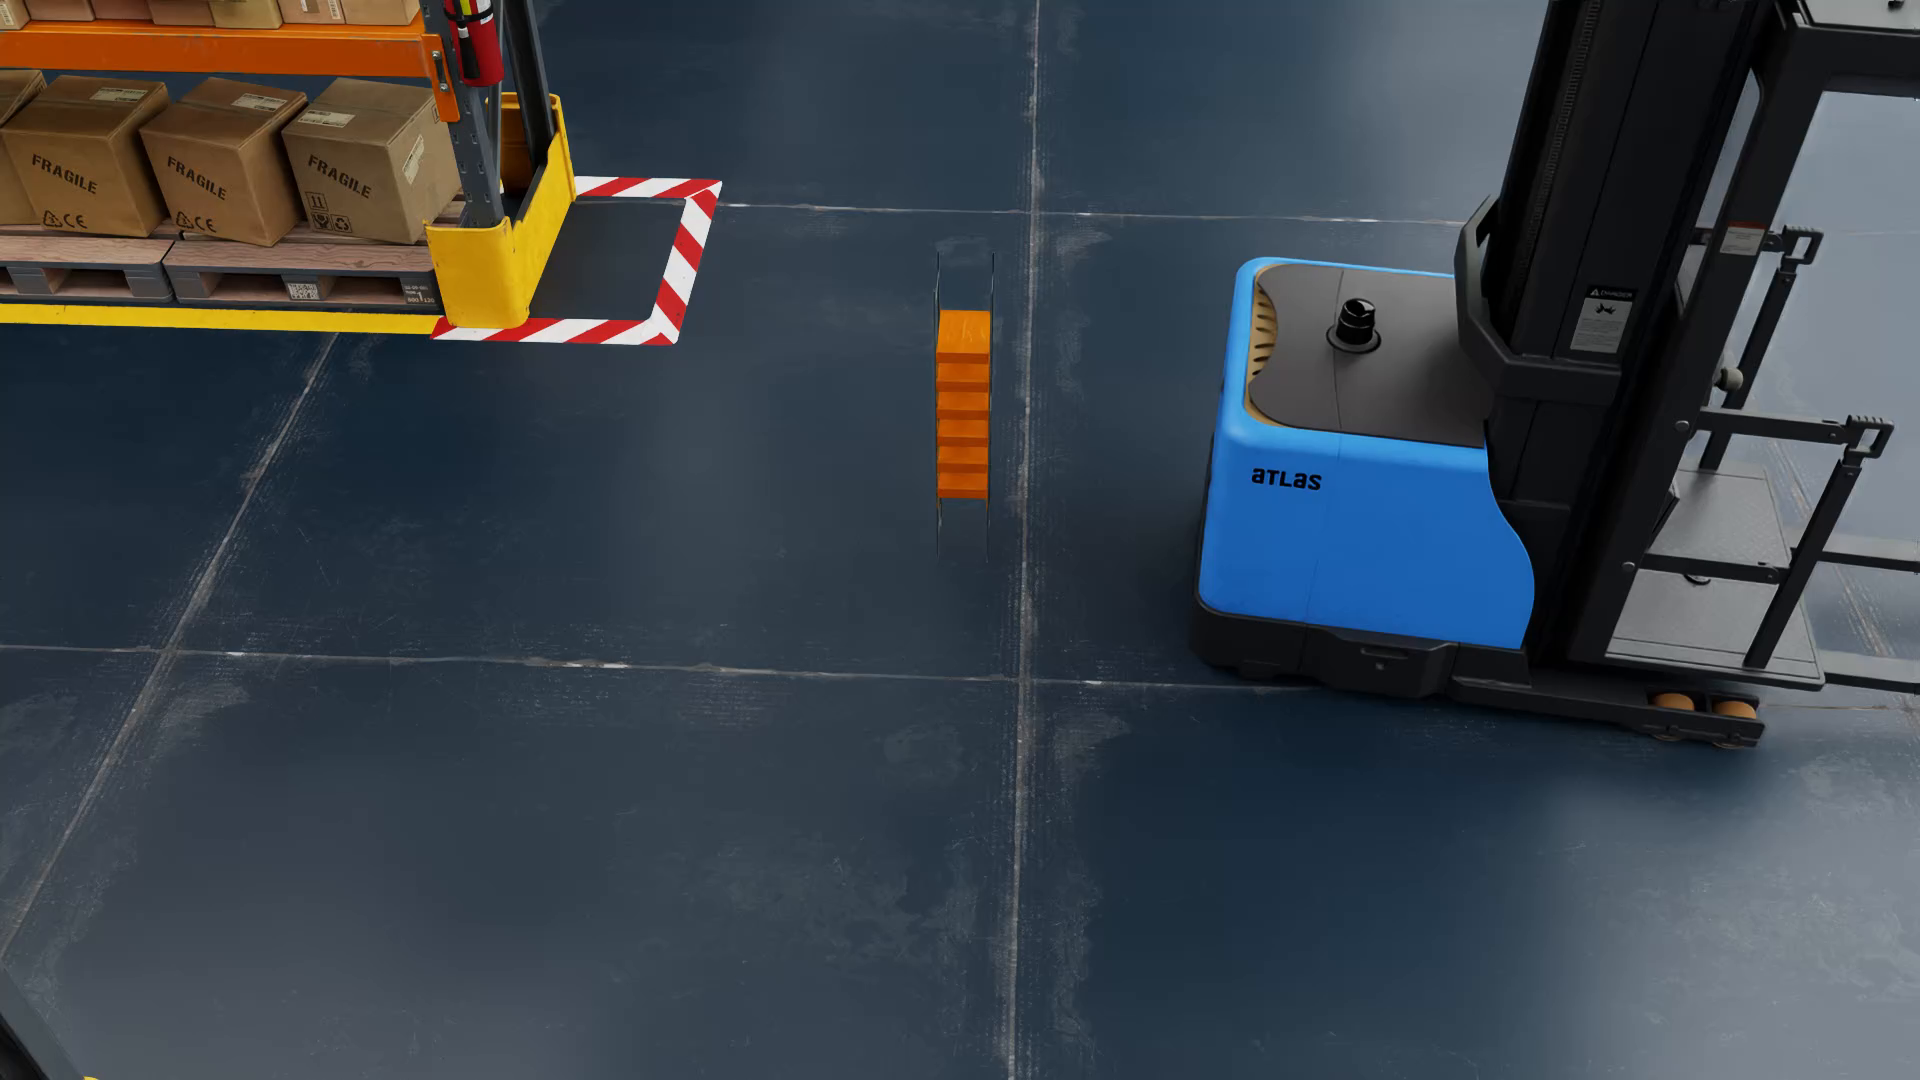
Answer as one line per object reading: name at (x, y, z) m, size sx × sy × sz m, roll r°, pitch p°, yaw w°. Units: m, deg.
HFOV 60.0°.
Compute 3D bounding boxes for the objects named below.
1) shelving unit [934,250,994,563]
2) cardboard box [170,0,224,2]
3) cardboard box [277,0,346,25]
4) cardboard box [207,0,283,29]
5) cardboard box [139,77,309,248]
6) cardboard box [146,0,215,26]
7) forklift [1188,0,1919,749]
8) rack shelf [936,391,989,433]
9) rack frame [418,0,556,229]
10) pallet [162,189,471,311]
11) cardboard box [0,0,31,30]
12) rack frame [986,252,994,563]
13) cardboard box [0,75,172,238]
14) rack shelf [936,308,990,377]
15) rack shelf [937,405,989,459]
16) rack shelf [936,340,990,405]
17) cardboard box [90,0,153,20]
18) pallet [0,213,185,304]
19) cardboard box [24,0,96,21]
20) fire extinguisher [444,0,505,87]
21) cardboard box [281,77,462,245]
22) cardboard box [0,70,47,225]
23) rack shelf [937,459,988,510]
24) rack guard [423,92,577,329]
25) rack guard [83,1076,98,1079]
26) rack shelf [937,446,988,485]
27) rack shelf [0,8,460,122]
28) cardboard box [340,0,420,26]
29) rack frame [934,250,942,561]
shelving unit at (0.014, -0.439, 5.841) m, size 0.189 × 1.200 × 0.258 m, roll 2°, pitch 43°, yaw 2°
cardboard box at (-3.026, -2.530, 6.473) m, size 0.500 × 0.500 × 0.875 m, roll 2°, pitch 43°, yaw 2°
cardboard box at (-2.517, -2.199, 6.594) m, size 0.250 × 0.149 × 0.380 m, roll 2°, pitch 43°, yaw 2°
cardboard box at (-2.769, -2.172, 6.565) m, size 0.250 × 0.149 × 0.380 m, roll 2°, pitch 43°, yaw 2°
cardboard box at (-3.195, -1.680, 7.378) m, size 0.500 × 0.500 × 0.500 m, roll 12°, pitch 44°, yaw 13°
cardboard box at (-3.018, -2.190, 6.585) m, size 0.250 × 0.149 × 0.380 m, roll 2°, pitch 43°, yaw 2°
forklift at (2.357, -0.776, 4.932) m, size 3.031 × 2.935 × 1.130 m, roll 7°, pitch 43°, yaw 7°
rack shelf at (0.014, -0.494, 5.789) m, size 0.180 × 0.103 × 0.258 m, roll 2°, pitch 43°, yaw 2°
rack frame at (-1.973, -2.415, 6.642) m, size 0.127 × 3.000 × 1.000 m, roll 2°, pitch 43°, yaw 2°
pallet at (-2.859, -1.446, 7.647) m, size 1.213 × 0.211 × 1.003 m, roll 2°, pitch 43°, yaw 2°
cardboard box at (-3.770, -2.166, 6.558) m, size 0.250 × 0.149 × 0.380 m, roll 2°, pitch 43°, yaw 2°
rack frame at (0.106, -0.436, 5.838) m, size 0.006 × 1.200 × 0.240 m, roll 2°, pitch 43°, yaw 2°
cardboard box at (-3.819, -1.712, 7.412) m, size 0.500 × 0.500 × 0.500 m, roll 5°, pitch 43°, yaw 6°
rack shelf at (0.014, -0.669, 5.625) m, size 0.180 × 0.103 × 0.258 m, roll 2°, pitch 43°, yaw 2°
rack shelf at (0.014, -0.406, 5.871) m, size 0.180 × 0.103 × 0.258 m, roll 2°, pitch 43°, yaw 2°
rack shelf at (0.014, -0.582, 5.707) m, size 0.180 × 0.103 × 0.258 m, roll 2°, pitch 43°, yaw 2°
cardboard box at (-3.266, -2.226, 6.623) m, size 0.250 × 0.149 × 0.380 m, roll 2°, pitch 43°, yaw 2°
pallet at (-4.074, -1.485, 7.689) m, size 1.213 × 0.211 × 1.003 m, roll 2°, pitch 43°, yaw 2°
cardboard box at (-3.516, -2.218, 6.615) m, size 0.250 × 0.149 × 0.380 m, roll 2°, pitch 43°, yaw 2°
fire extinguisher at (-1.879, -2.069, 6.327) m, size 0.183 × 0.674 × 0.296 m, roll 2°, pitch 43°, yaw 2°
cardboard box at (-2.596, -1.684, 7.383) m, size 0.500 × 0.500 × 0.500 m, roll 9°, pitch 44°, yaw 10°
cardboard box at (-4.375, -1.759, 7.464) m, size 0.500 × 0.500 × 0.500 m, roll -2°, pitch 43°, yaw -2°
rack shelf at (0.014, -0.230, 6.034) m, size 0.180 × 0.103 × 0.258 m, roll 2°, pitch 43°, yaw 2°
rack guard at (-2.049, -1.503, 7.496) m, size 0.348 × 0.500 × 1.175 m, roll 2°, pitch 43°, yaw 2°
rack guard at (-2.274, 1.902, 3.841) m, size 0.348 × 0.500 × 1.175 m, roll 2°, pitch 43°, yaw 2°
rack shelf at (0.014, -0.318, 5.953) m, size 0.180 × 0.103 × 0.258 m, roll 2°, pitch 43°, yaw 2°
rack shelf at (-3.971, -2.213, 6.953) m, size 4.000 × 0.370 × 1.077 m, roll 2°, pitch 43°, yaw 2°
cardboard box at (-2.267, -2.191, 6.586) m, size 0.250 × 0.149 × 0.380 m, roll 2°, pitch 43°, yaw 2°
rack frame at (-0.077, -0.441, 5.844) m, size 0.006 × 1.200 × 0.240 m, roll 2°, pitch 43°, yaw 2°
